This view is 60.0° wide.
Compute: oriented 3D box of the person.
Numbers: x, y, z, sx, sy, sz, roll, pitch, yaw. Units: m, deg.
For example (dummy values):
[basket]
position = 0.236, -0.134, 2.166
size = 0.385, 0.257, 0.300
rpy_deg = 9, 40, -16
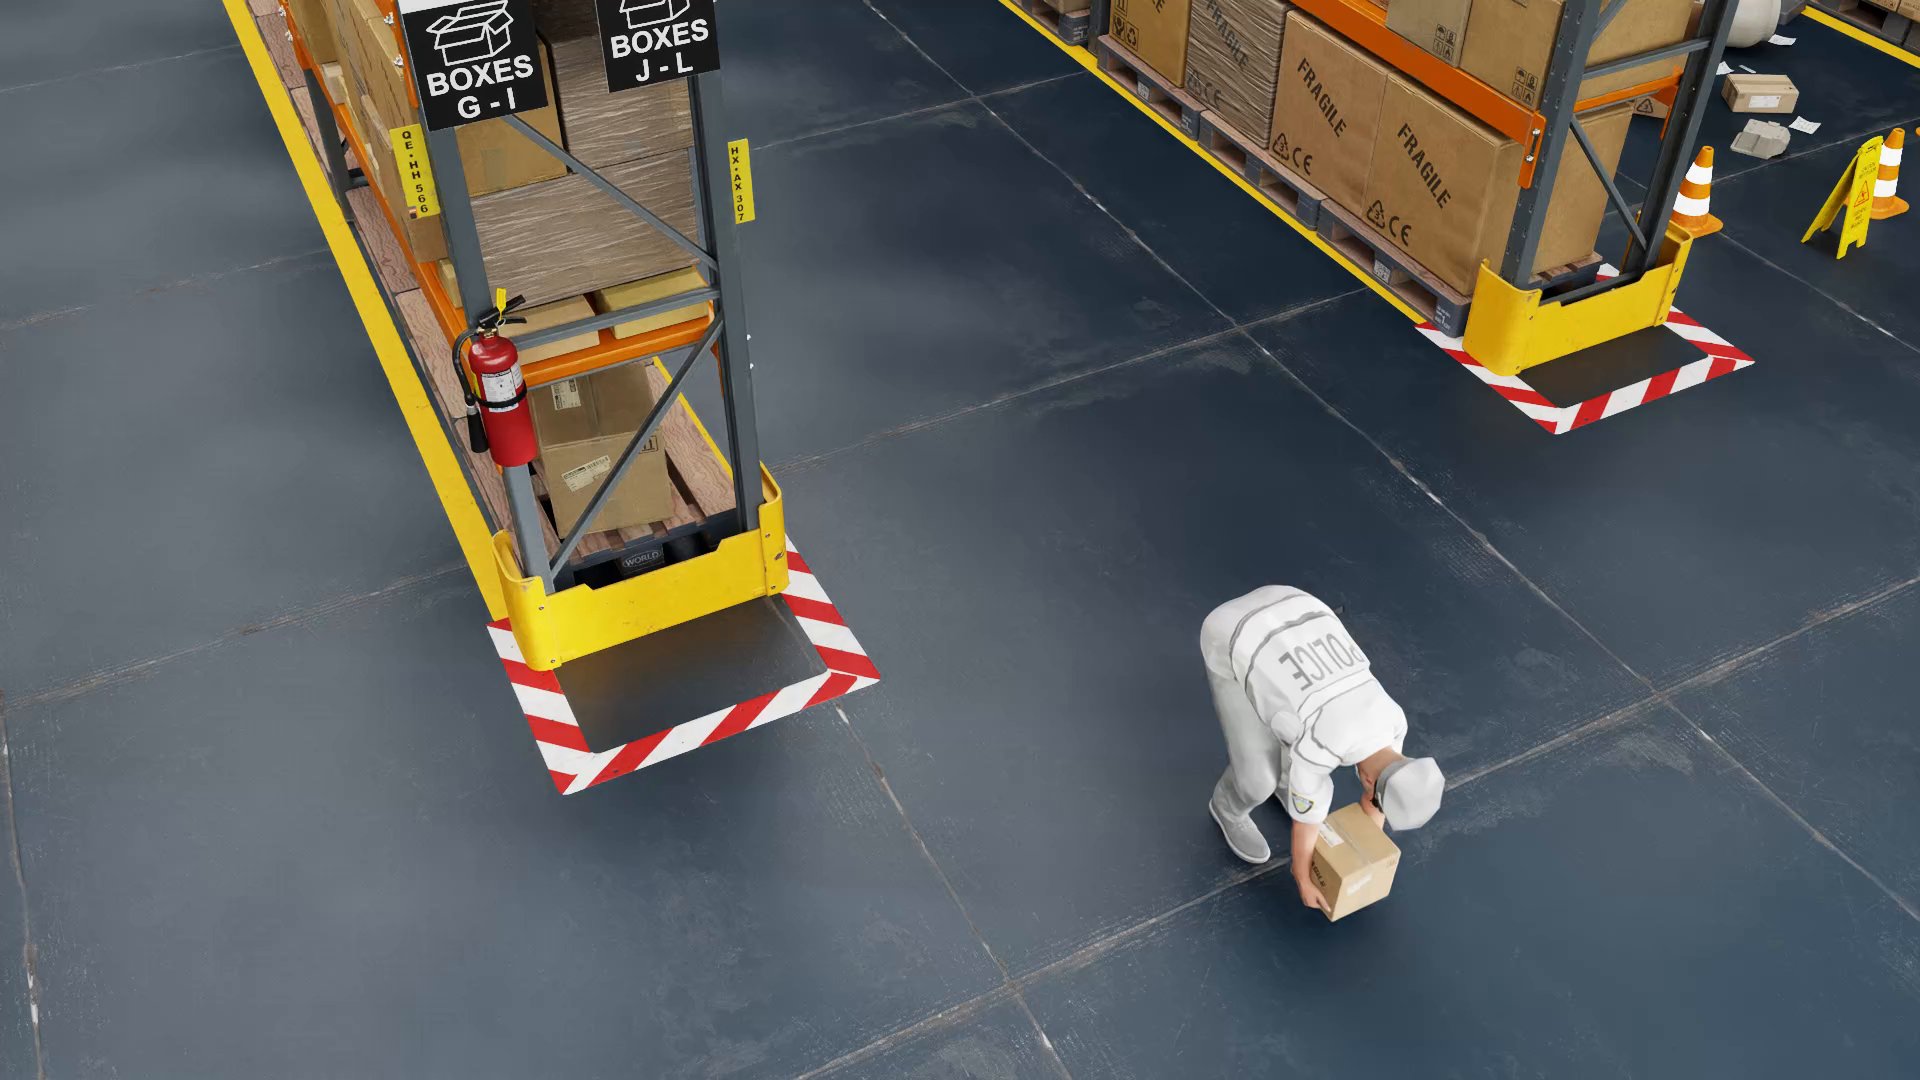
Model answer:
[person]
position = 1.237, 0.763, 5.828
size = 0.519, 1.029, 1.033
rpy_deg = -21, 45, -22
